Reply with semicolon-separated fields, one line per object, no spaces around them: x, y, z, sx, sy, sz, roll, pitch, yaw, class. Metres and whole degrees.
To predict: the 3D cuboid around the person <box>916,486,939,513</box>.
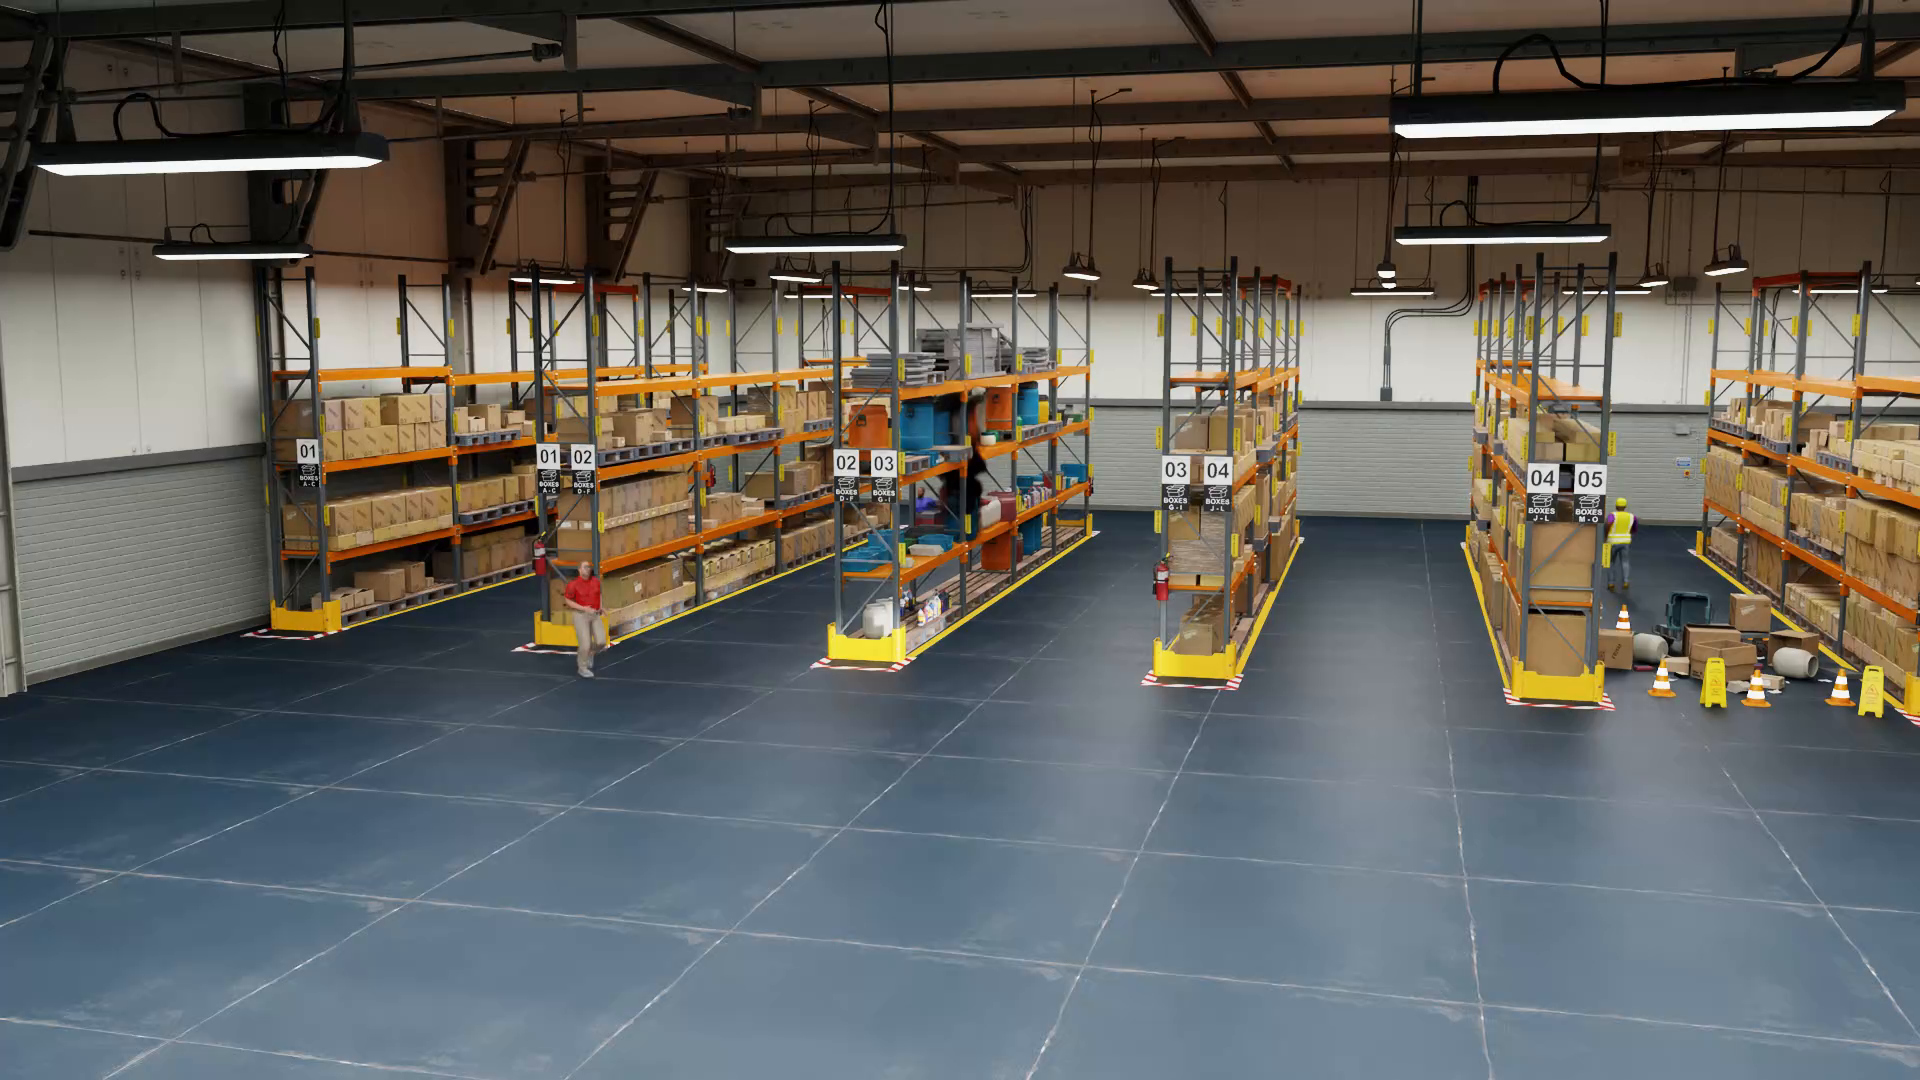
-0.804;-0.306;35.604;0.581;1.694;0.765;3;8;20;person

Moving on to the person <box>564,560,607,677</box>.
-5.359;1.135;23.998;0.658;1.686;0.584;-7;10;-44;person

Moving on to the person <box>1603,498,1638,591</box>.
12.540;0.103;31.602;0.681;1.803;0.897;1;7;9;person
